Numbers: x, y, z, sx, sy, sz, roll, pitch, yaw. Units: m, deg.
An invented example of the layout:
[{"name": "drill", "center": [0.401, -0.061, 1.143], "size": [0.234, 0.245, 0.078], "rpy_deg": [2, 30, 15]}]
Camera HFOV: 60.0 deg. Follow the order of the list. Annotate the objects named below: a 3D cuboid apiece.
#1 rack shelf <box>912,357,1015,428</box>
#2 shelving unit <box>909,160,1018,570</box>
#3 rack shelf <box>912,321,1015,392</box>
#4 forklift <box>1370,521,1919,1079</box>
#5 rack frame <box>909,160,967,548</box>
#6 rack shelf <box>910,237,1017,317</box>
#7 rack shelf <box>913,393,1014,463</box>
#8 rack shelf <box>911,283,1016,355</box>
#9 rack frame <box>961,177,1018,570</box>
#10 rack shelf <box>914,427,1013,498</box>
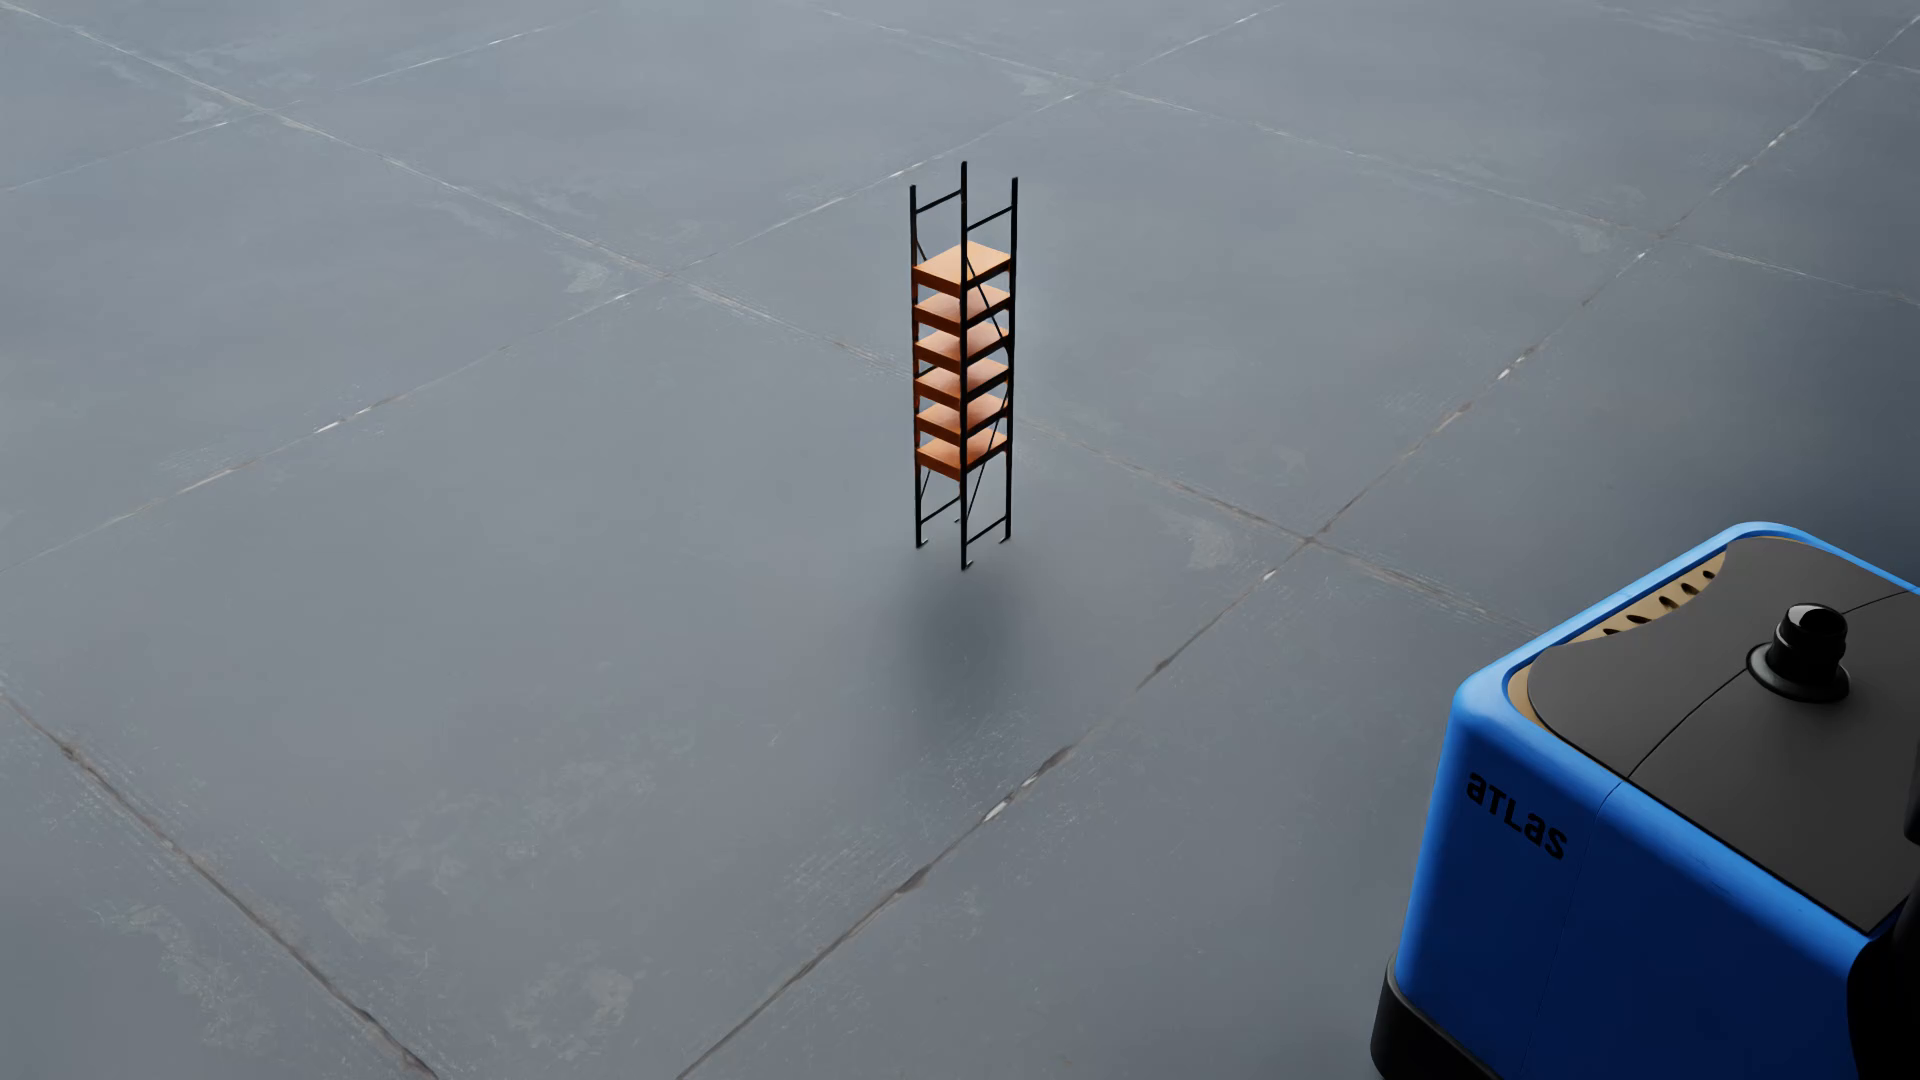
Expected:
[{"name": "rack shelf", "center": [0.011, -0.453, 4.928], "size": [0.180, 0.103, 0.258], "rpy_deg": [25, 42, 32]}, {"name": "shelving unit", "center": [0.011, -0.489, 4.903], "size": [0.189, 1.200, 0.258], "rpy_deg": [25, 42, 32]}, {"name": "rack shelf", "center": [0.011, -0.552, 4.860], "size": [0.180, 0.103, 0.258], "rpy_deg": [25, 42, 32]}, {"name": "forklift", "center": [2.149, 0.448, 2.008], "size": [1.130, 2.935, 3.031], "rpy_deg": [-23, 40, -29]}, {"name": "rack frame", "center": [-0.059, -0.523, 4.951], "size": [0.006, 1.200, 0.240], "rpy_deg": [25, 42, 32]}, {"name": "rack shelf", "center": [0.011, -0.749, 4.724], "size": [0.180, 0.103, 0.258], "rpy_deg": [25, 42, 32]}, {"name": "rack shelf", "center": [0.011, -0.354, 4.996], "size": [0.180, 0.103, 0.258], "rpy_deg": [25, 42, 32]}, {"name": "rack shelf", "center": [0.011, -0.651, 4.792], "size": [0.180, 0.103, 0.258], "rpy_deg": [25, 42, 32]}, {"name": "rack frame", "center": [0.081, -0.456, 4.854], "size": [0.006, 1.200, 0.240], "rpy_deg": [25, 42, 32]}, {"name": "rack shelf", "center": [0.011, -0.255, 5.064], "size": [0.180, 0.103, 0.258], "rpy_deg": [25, 42, 32]}]
